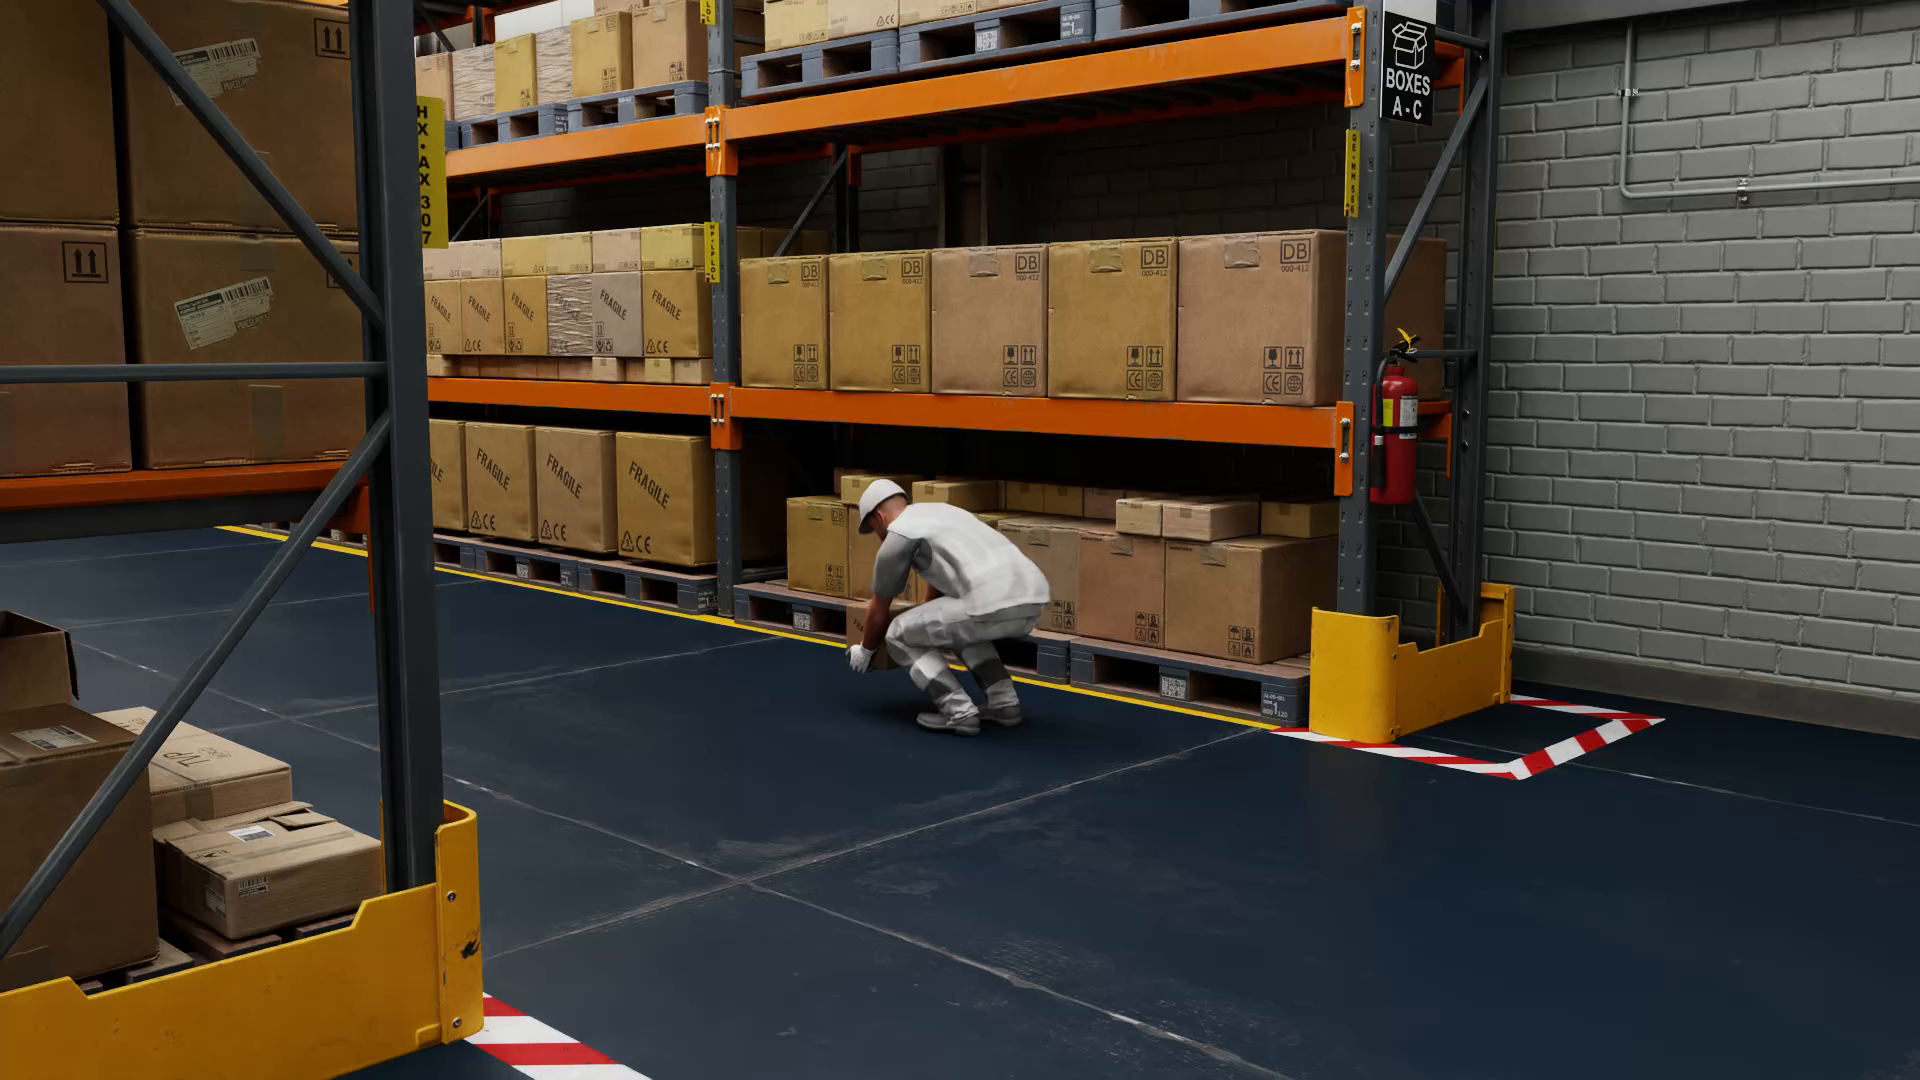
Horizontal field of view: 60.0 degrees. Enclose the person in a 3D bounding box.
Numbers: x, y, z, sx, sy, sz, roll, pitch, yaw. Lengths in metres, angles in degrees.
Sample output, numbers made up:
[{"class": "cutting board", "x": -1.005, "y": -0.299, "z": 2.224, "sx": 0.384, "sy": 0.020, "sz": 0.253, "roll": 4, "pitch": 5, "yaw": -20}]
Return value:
[{"class": "person", "x": -0.063, "y": 0.261, "z": 6.833, "sx": 0.907, "sy": 0.993, "sz": 0.542, "roll": 6, "pitch": 9, "yaw": 42}]
